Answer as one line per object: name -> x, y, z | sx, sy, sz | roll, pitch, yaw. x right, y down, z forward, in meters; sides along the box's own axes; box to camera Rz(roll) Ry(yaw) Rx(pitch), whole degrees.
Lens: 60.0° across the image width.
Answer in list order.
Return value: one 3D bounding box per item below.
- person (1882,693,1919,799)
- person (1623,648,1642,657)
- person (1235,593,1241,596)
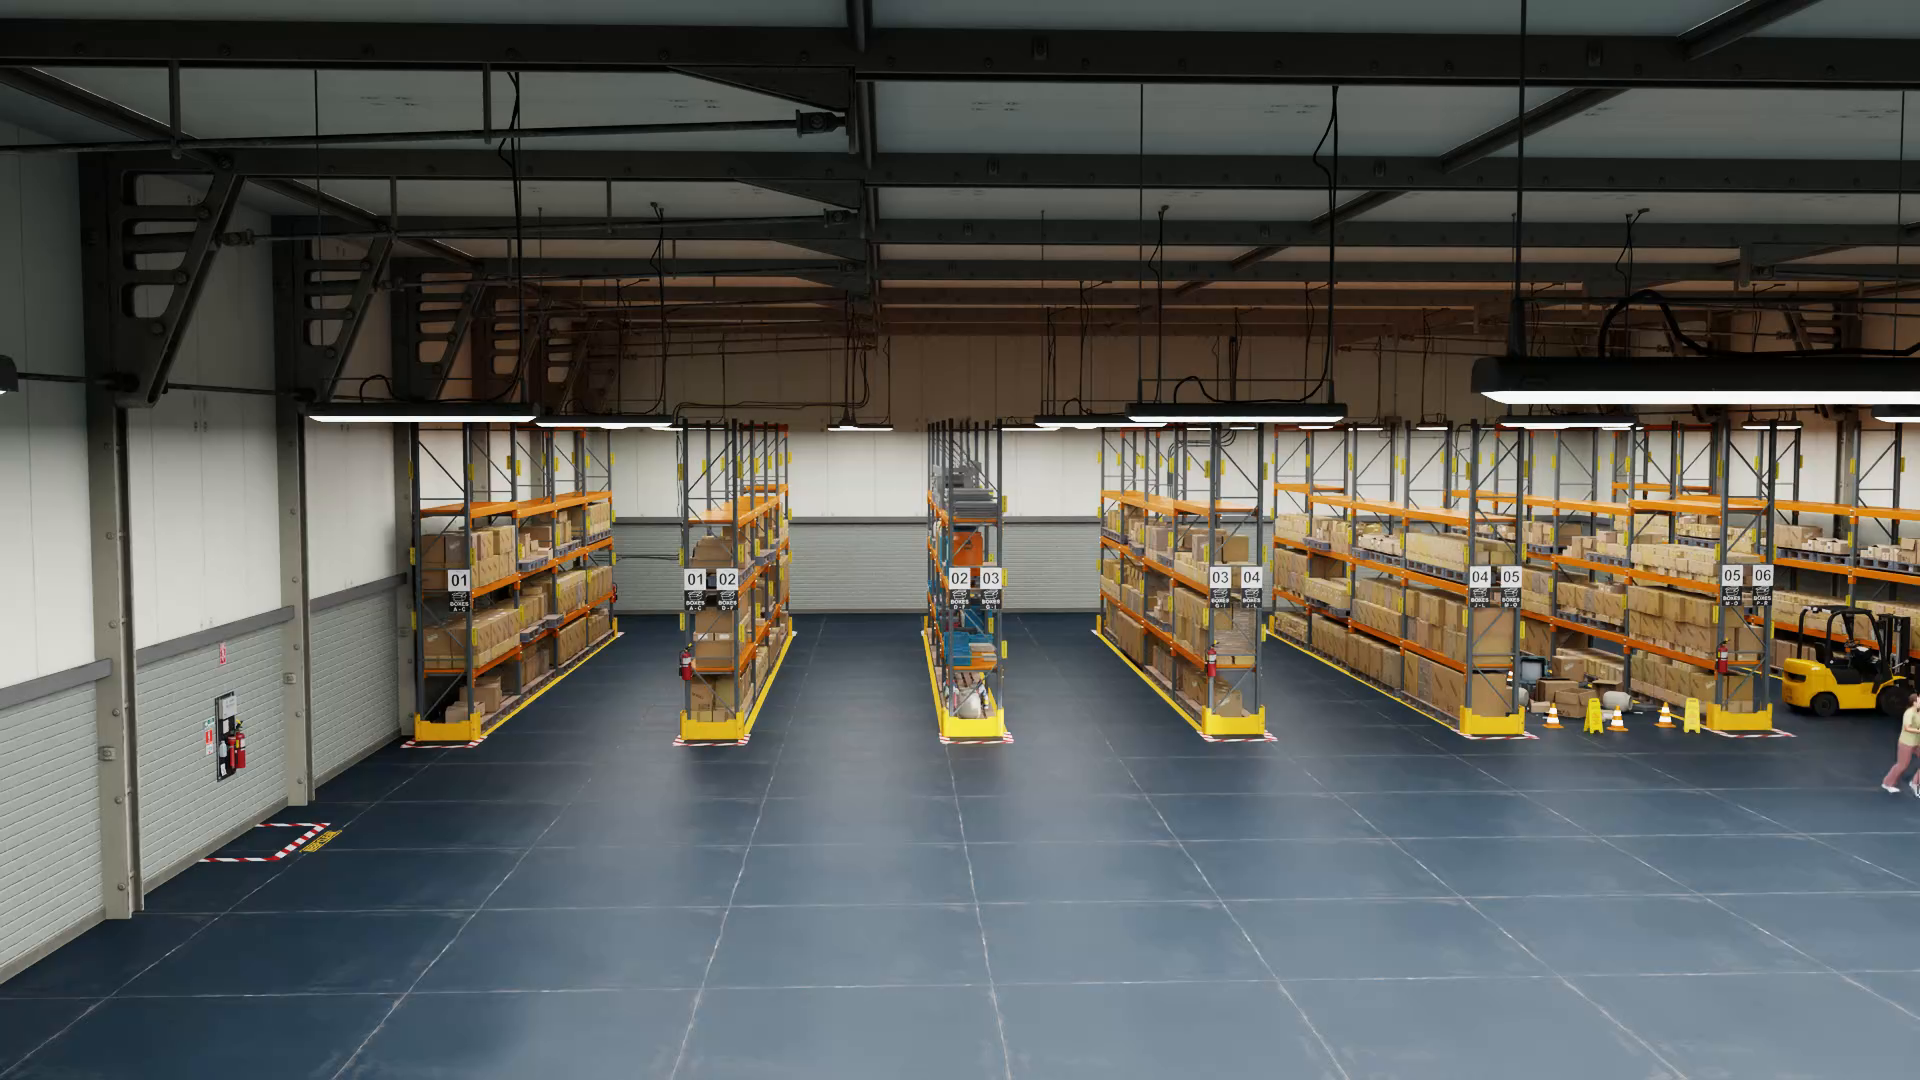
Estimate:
person -> 14.893, 3.216, 26.104 | 0.602, 1.668, 0.793 | -3, 5, -37
person -> 17.056, 2.238, 42.202 | 0.546, 1.566, 0.682 | -1, 4, -20
person -> 7.572, 2.002, 45.023 | 0.657, 1.735, 1.013 | 0, 4, -2
